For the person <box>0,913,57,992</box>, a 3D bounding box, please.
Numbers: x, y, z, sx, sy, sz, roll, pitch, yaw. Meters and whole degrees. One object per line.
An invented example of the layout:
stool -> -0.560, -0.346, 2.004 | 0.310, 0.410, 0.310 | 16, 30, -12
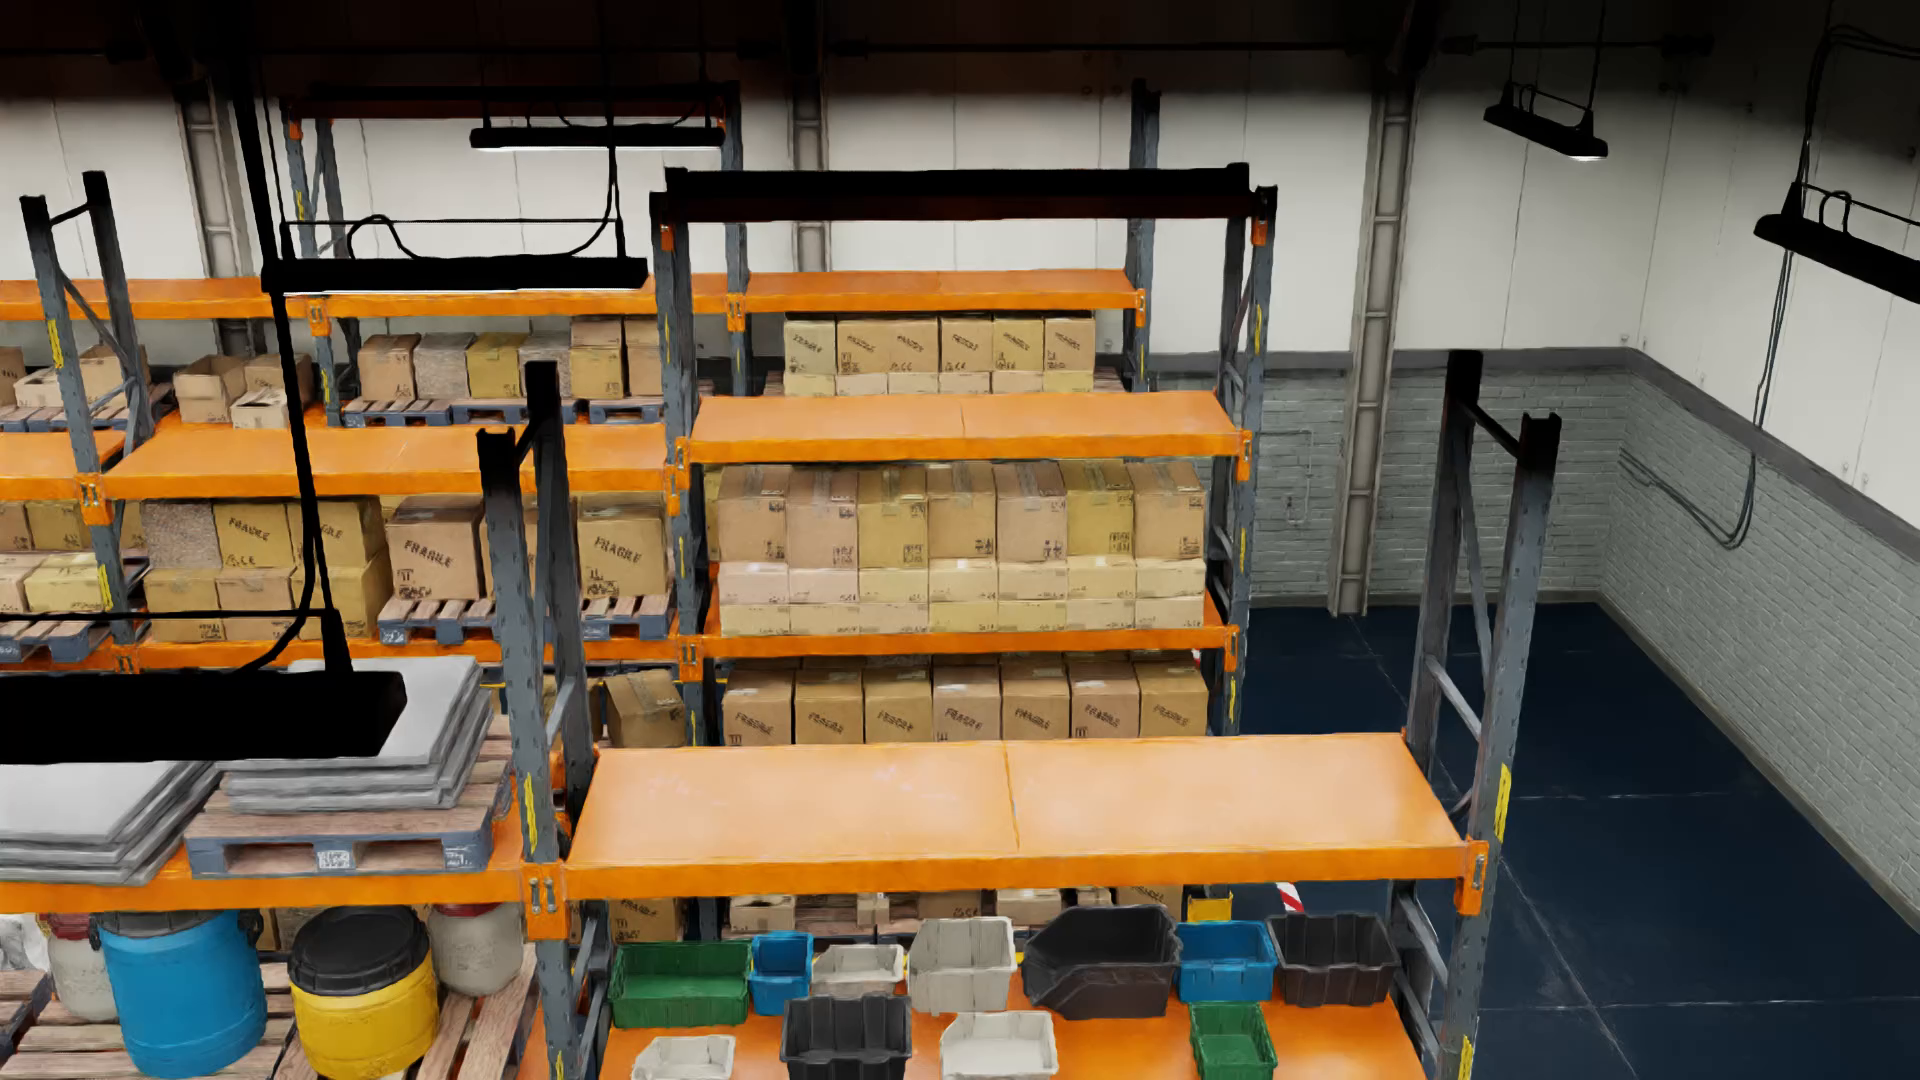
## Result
person -> -6.536, 2.973, 11.533 | 1.013, 1.715, 0.538 | -4, 22, -10
